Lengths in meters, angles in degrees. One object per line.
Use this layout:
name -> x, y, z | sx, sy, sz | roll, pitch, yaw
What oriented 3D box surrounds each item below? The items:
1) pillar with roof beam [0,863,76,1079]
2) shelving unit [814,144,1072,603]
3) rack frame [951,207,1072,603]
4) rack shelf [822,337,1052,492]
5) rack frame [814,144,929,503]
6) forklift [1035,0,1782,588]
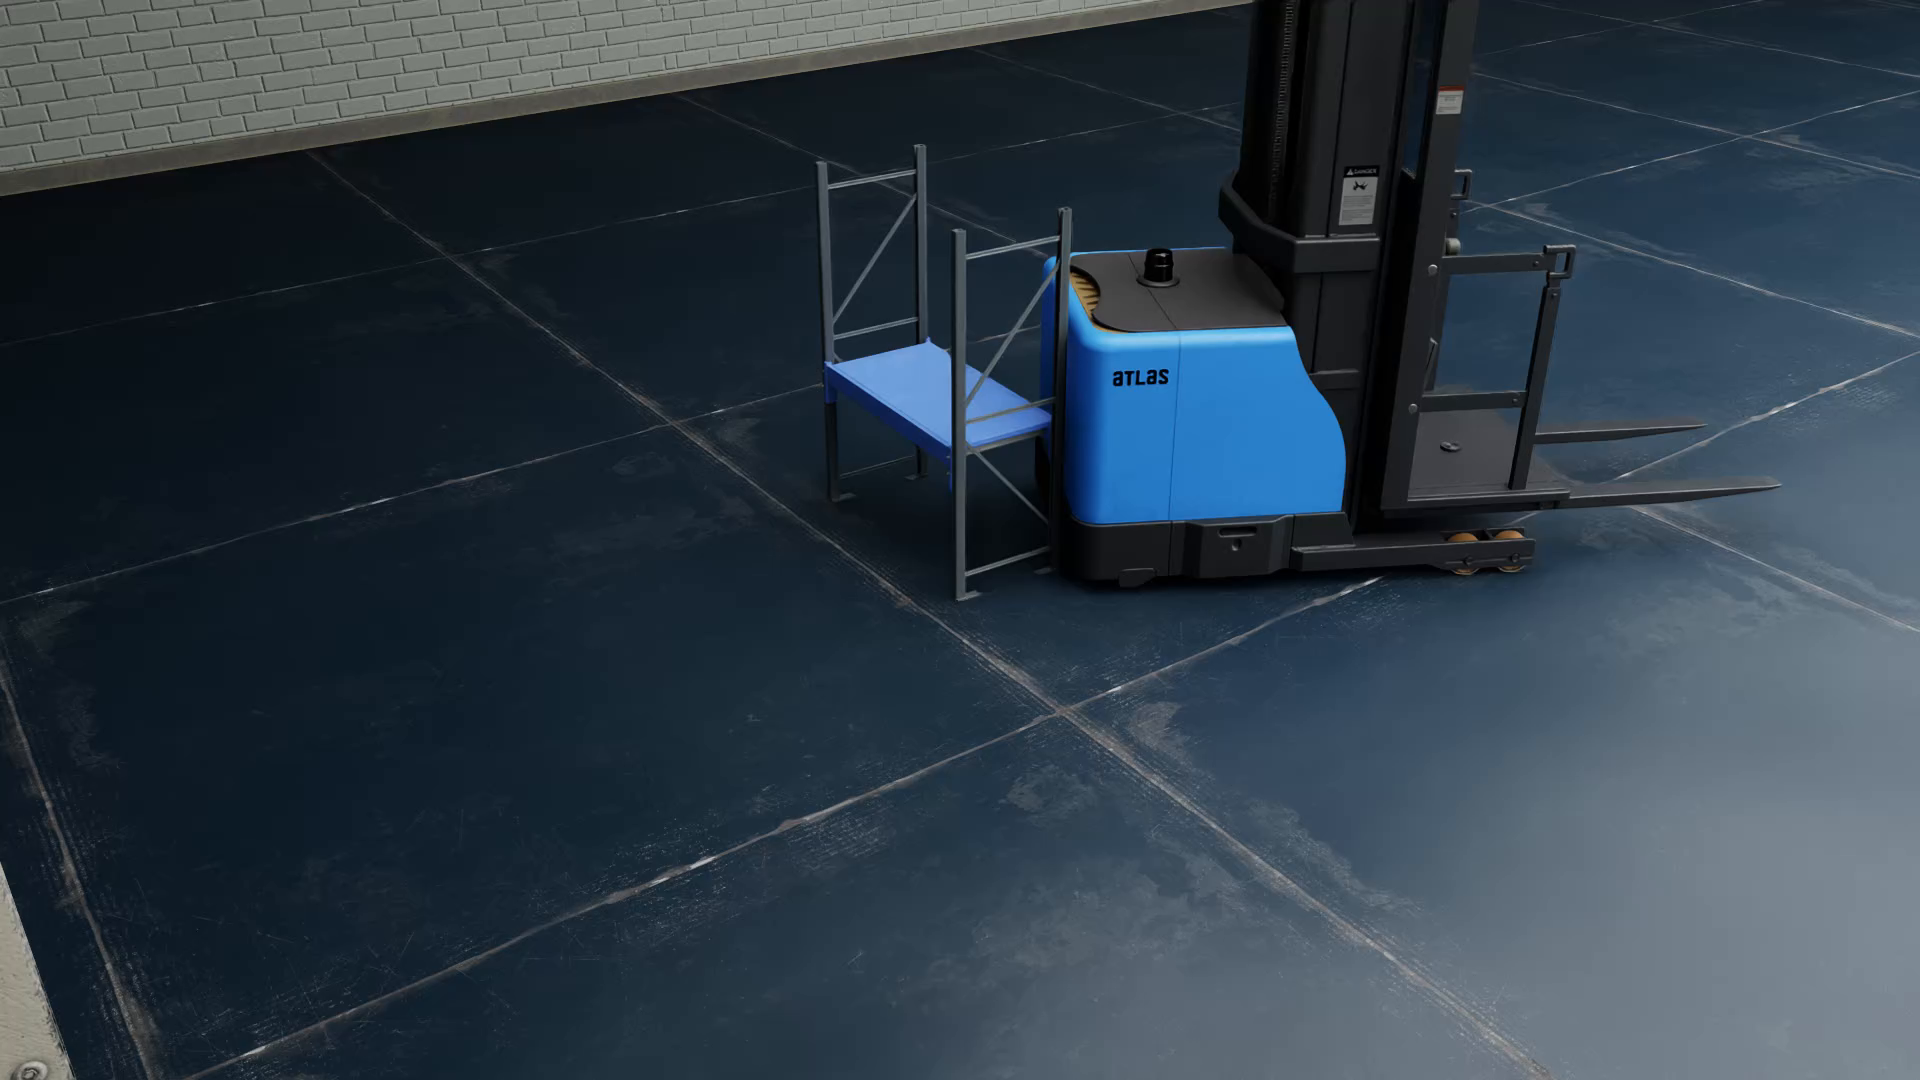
pillar with roof beam -> 1.161, -3.622, 4.207 | 9.100, 9.000, 0.400 | -19, 34, -31
shelving unit -> -0.086, -0.688, 6.662 | 0.538, 1.500, 1.048 | -17, 33, -28
rack frame -> 0.187, -0.483, 6.285 | 0.500, 1.500, 0.032 | -17, 33, -28
rack shelf -> -0.086, -0.530, 6.748 | 0.538, 0.185, 1.000 | -17, 33, -28
rack frame -> -0.359, -0.893, 7.039 | 0.500, 1.500, 0.032 | -17, 33, -28
forklift -> 1.884, -1.394, 6.463 | 3.031, 2.935, 1.130 | -3, 29, -6
